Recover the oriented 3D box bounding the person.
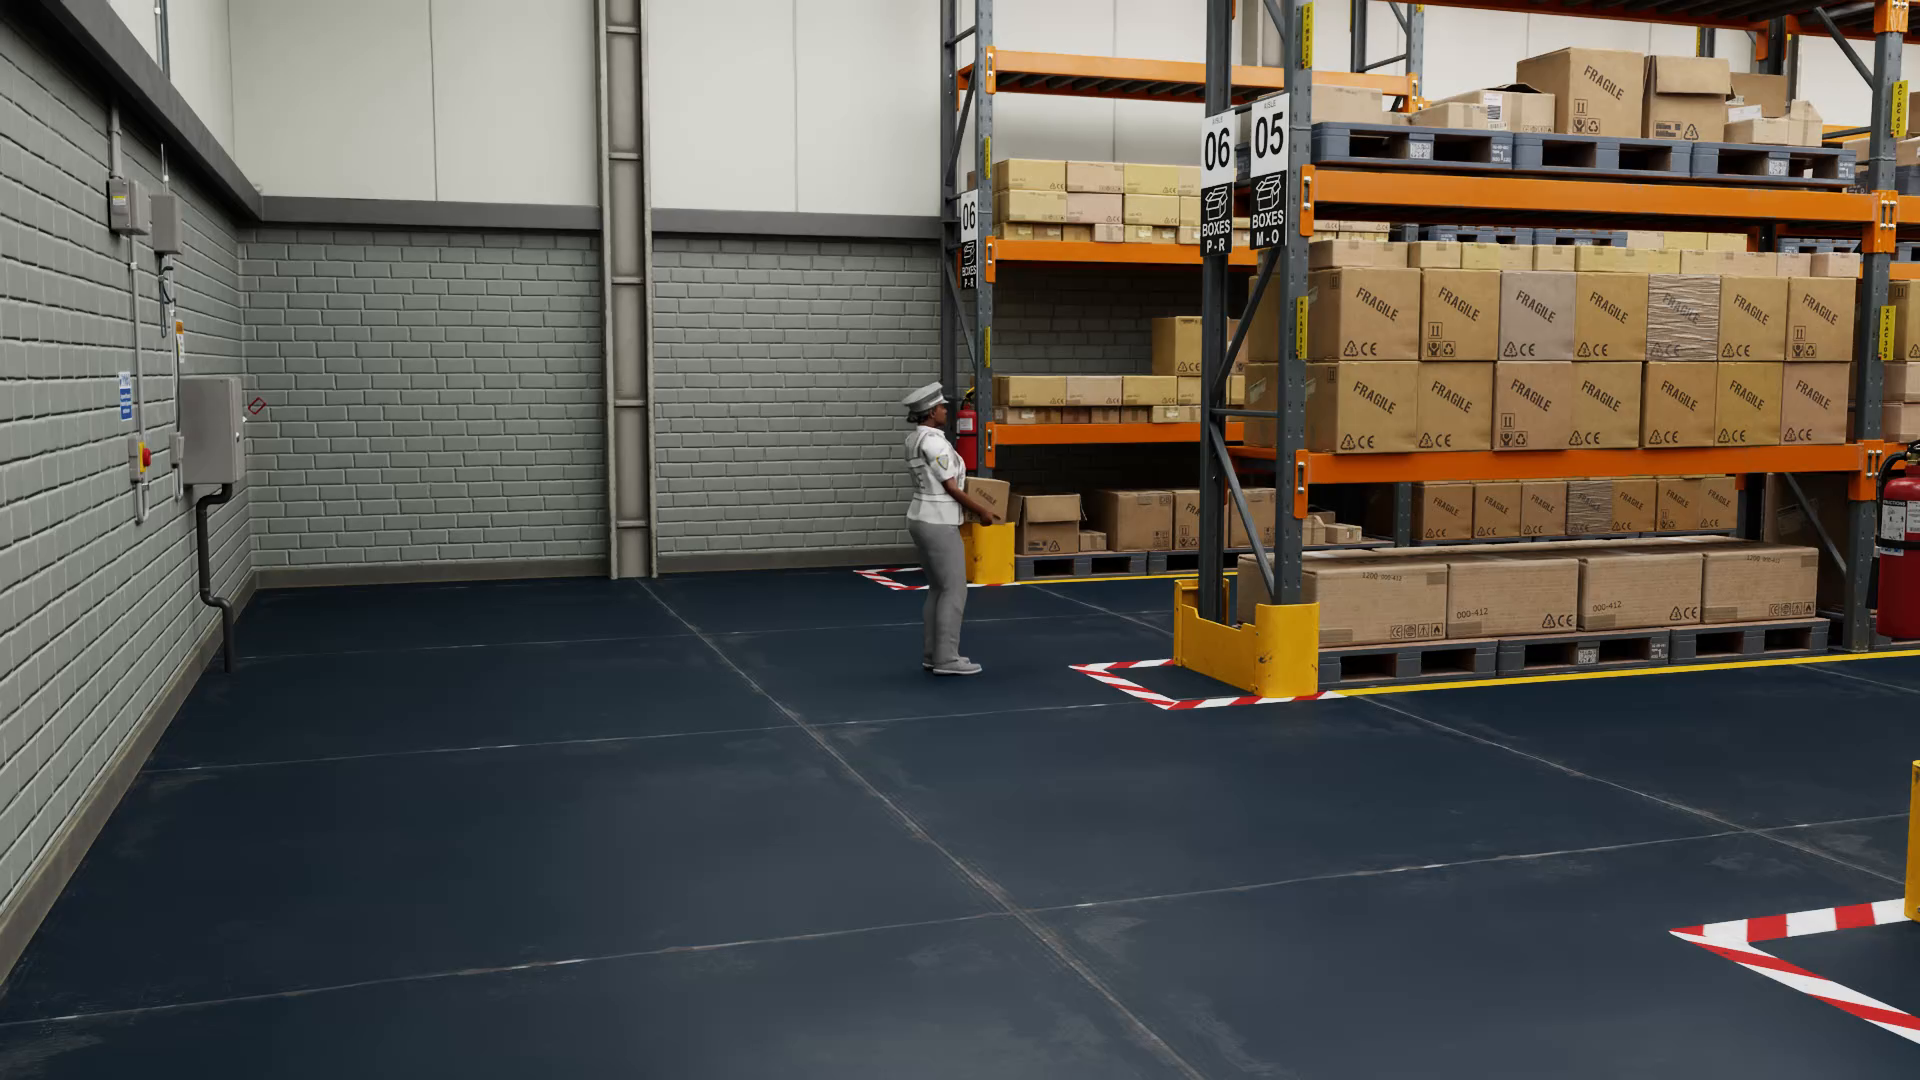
[{"bbox_3d":[-0.062,-0.071,9.641,0.538,1.687,0.450,-2,6,-18],"label":"person"}]
